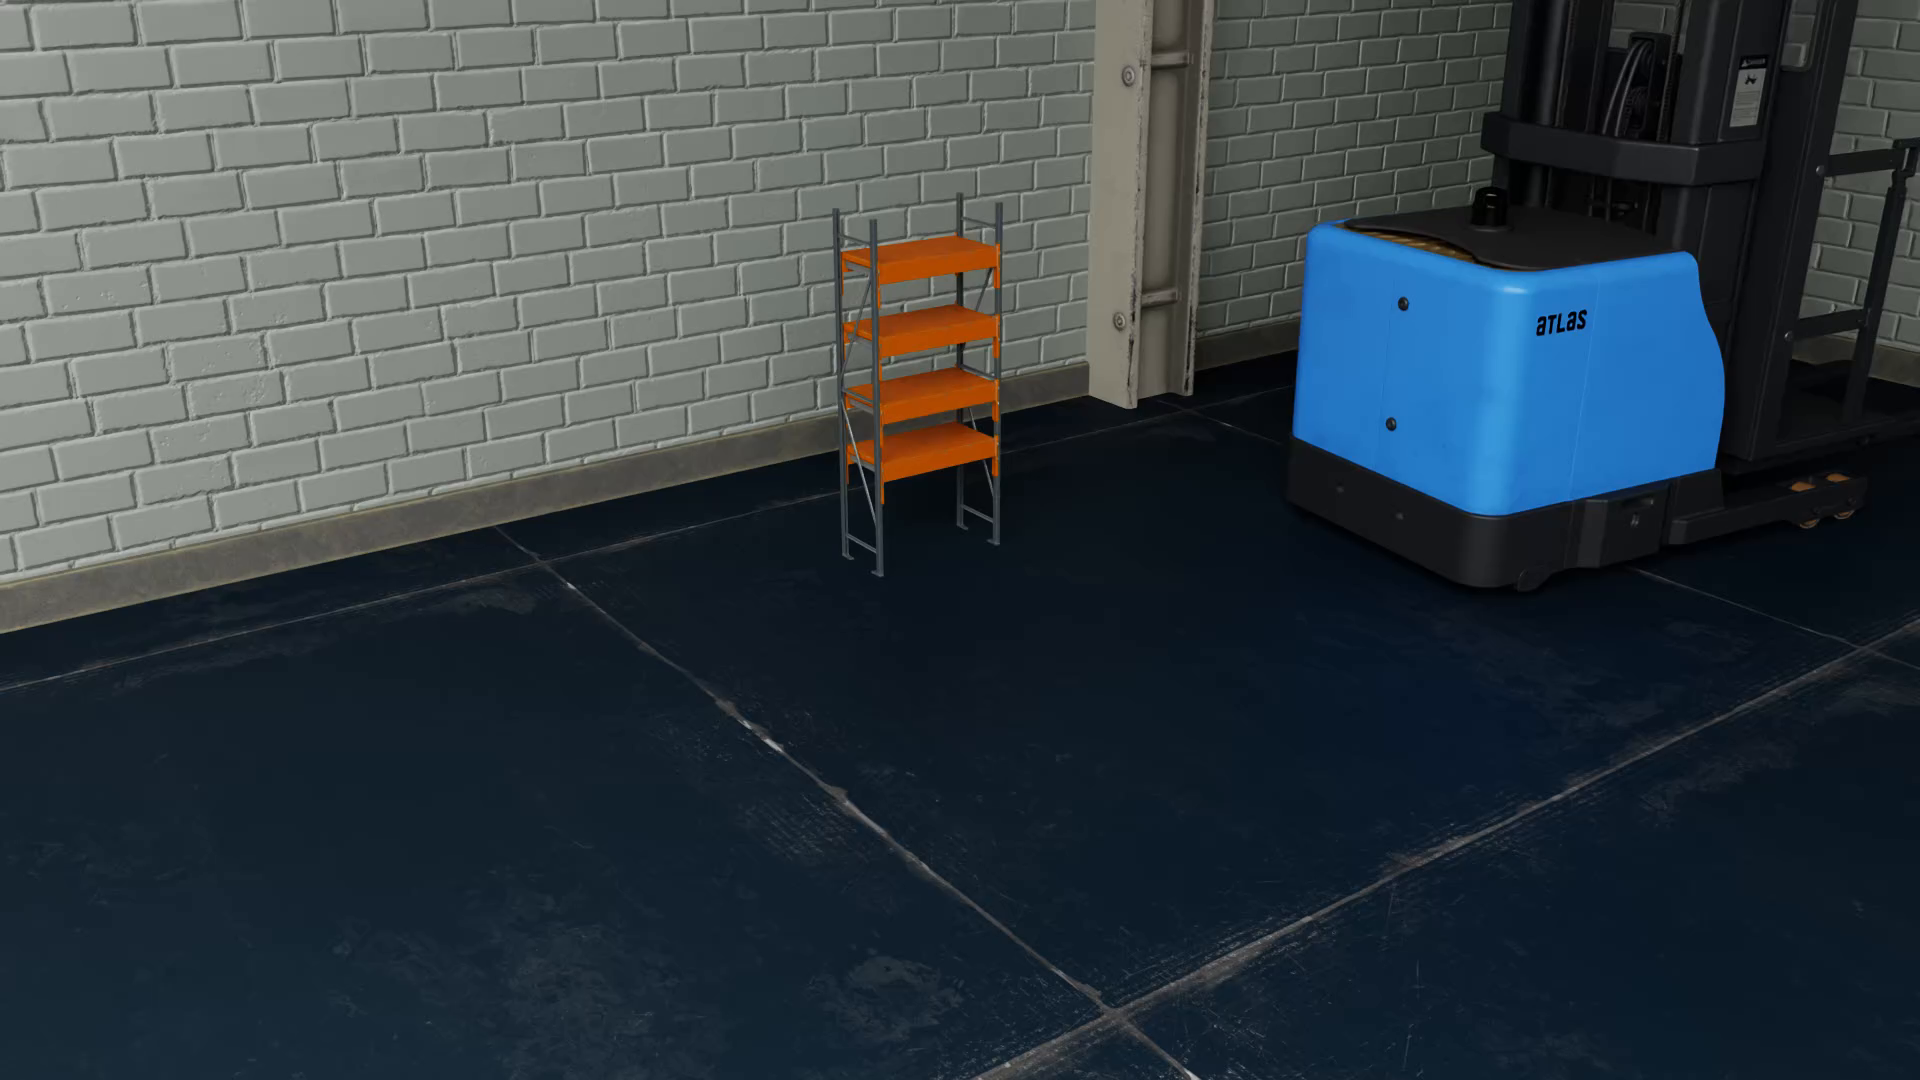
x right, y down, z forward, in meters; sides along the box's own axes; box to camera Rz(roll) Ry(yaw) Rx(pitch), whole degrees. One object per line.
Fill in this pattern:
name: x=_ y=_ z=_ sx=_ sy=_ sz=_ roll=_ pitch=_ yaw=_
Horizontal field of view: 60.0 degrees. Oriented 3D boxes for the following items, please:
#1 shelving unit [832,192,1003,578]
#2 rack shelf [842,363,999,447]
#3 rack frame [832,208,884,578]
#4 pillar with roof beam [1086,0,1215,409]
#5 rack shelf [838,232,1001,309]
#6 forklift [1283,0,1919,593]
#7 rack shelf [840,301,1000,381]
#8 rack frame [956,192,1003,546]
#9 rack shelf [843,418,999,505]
shelving unit: x=-0.134 y=-0.521 z=5.584 sx=0.503 sy=1.200 sz=0.258 roll=-15 pitch=26 yaw=-33
rack shelf: x=-0.134 y=-0.459 z=5.609 sx=0.480 sy=0.148 sz=0.258 roll=-15 pitch=26 yaw=-33
rack frame: x=-0.332 y=-0.469 z=5.452 sx=0.015 sy=1.200 sz=0.240 roll=-15 pitch=26 yaw=-33
pillar with roof beam: x=3.329 y=-3.551 z=2.653 sx=0.400 sy=9.000 sz=9.100 roll=-15 pitch=26 yaw=-33
rack shelf: x=-0.134 y=-0.886 z=5.439 sx=0.480 sy=0.148 sz=0.258 roll=-15 pitch=26 yaw=-33
forklift: x=2.731 y=-1.562 z=5.857 sx=3.031 sy=2.935 sz=1.130 roll=-11 pitch=24 yaw=-26
rack shelf: x=-0.134 y=-0.667 z=5.526 sx=0.480 sy=0.148 sz=0.258 roll=-15 pitch=26 yaw=-33
rack frame: x=0.064 y=-0.574 z=5.717 sx=0.015 sy=1.200 sz=0.240 roll=-15 pitch=26 yaw=-33
rack shelf: x=-0.134 y=-0.275 z=5.683 sx=0.480 sy=0.148 sz=0.258 roll=-15 pitch=26 yaw=-33
